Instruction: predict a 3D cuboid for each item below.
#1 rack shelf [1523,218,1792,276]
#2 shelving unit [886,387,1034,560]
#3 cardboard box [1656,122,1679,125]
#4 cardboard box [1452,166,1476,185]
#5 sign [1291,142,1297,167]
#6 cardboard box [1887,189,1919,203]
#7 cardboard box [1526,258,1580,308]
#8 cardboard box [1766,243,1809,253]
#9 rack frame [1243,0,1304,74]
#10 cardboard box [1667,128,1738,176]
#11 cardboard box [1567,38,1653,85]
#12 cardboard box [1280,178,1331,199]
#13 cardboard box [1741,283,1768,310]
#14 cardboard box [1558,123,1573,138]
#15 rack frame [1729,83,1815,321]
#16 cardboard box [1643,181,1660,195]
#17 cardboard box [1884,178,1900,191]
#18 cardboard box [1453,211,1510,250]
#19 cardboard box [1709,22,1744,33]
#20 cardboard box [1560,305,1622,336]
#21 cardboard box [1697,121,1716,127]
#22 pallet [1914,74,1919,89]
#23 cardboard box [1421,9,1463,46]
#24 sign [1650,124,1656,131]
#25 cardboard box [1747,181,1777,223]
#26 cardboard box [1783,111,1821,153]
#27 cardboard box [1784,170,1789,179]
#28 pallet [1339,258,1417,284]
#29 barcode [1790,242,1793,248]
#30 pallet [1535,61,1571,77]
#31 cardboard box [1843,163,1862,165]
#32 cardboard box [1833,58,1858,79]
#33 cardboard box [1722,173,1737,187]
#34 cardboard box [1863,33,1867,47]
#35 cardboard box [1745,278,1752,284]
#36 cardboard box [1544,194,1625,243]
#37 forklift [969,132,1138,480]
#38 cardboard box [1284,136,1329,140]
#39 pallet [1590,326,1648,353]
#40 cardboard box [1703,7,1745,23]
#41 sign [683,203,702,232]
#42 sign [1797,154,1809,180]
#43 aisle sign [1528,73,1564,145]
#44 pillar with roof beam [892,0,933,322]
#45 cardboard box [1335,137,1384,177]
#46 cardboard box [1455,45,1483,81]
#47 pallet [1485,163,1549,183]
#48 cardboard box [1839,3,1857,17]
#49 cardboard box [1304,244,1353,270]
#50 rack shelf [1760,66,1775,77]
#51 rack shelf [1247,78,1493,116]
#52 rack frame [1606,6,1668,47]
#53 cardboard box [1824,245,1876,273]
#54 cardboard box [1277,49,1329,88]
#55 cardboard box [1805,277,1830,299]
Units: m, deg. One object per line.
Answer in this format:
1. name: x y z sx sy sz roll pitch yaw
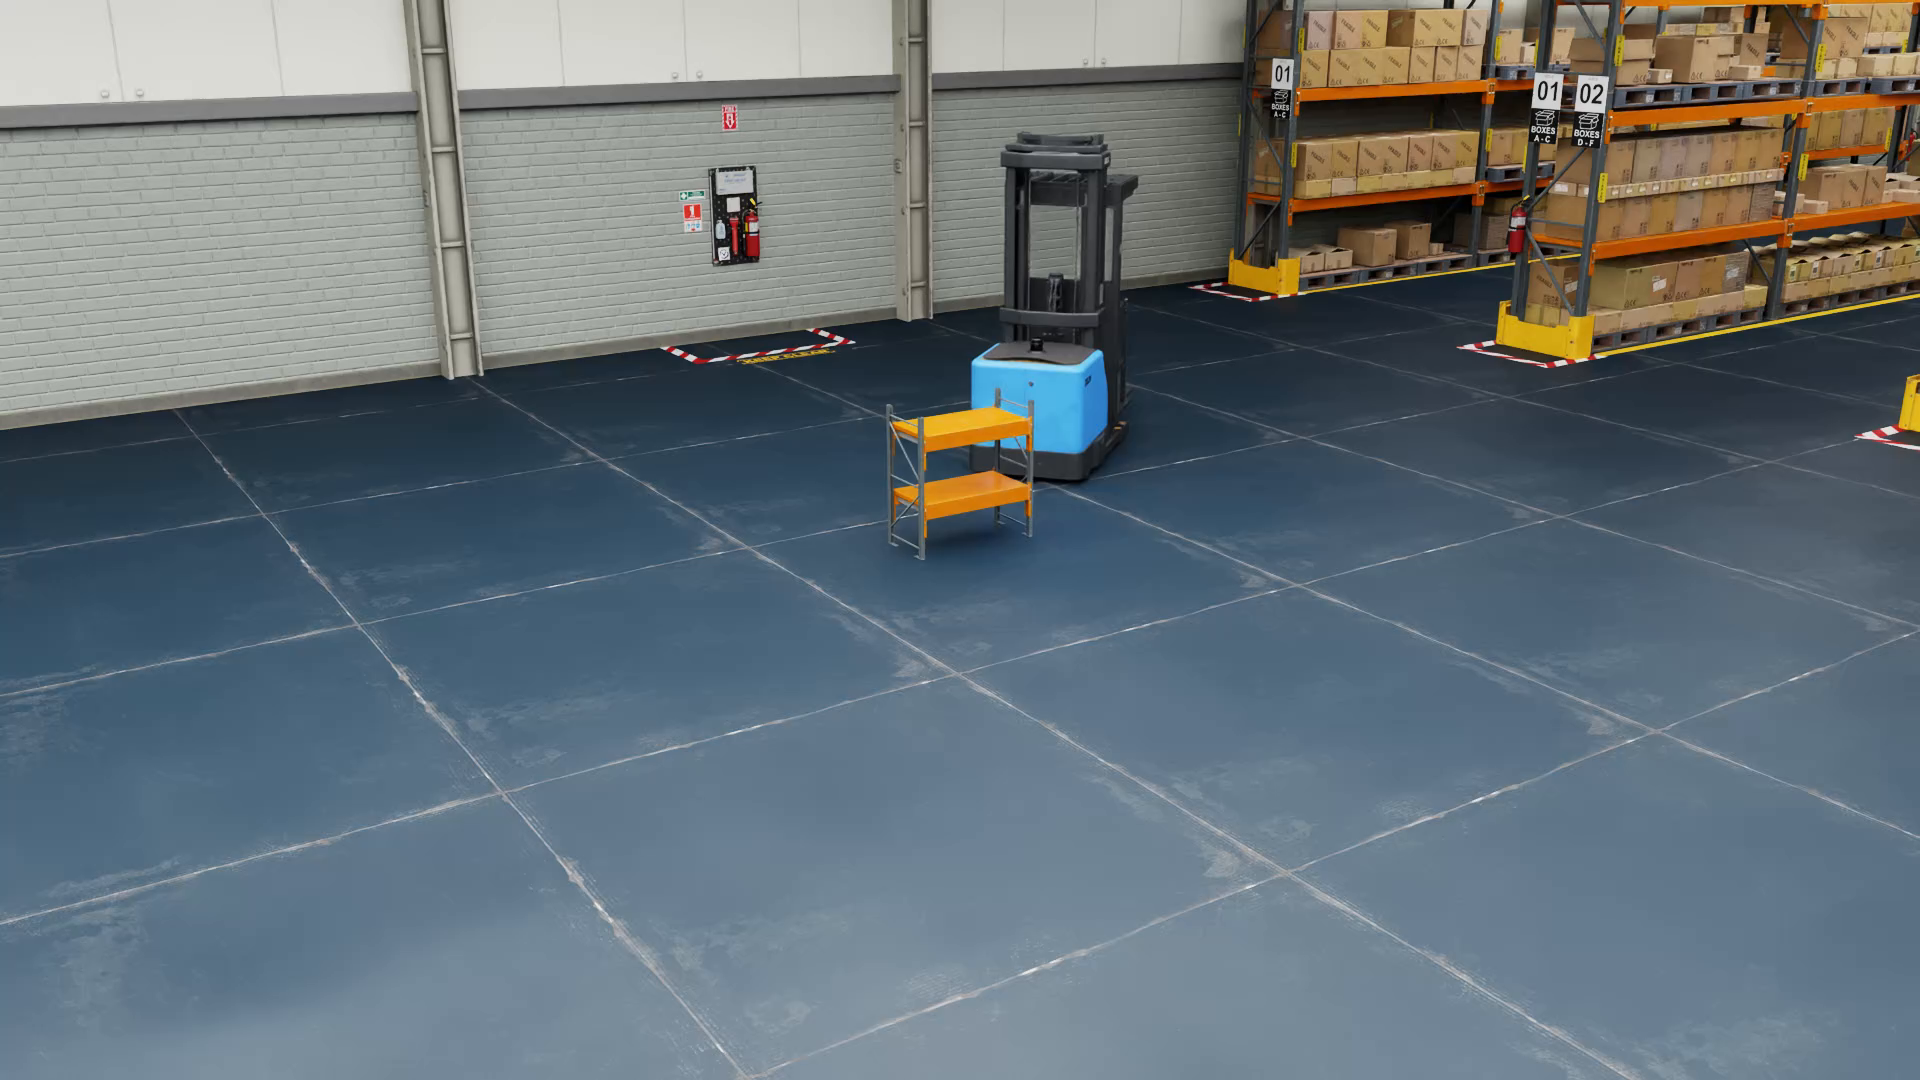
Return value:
1. rack shelf: 8.700 -3.730 20.718 4.000 0.370 1.077 -12 22 -31
2. shelving unit: 0.006 -0.534 13.068 1.048 1.125 0.538 -12 22 -31
3. cardboard box: 11.528 -7.021 27.507 0.500 0.250 0.500 -11 22 -30
4. cardboard box: 7.414 -5.522 25.097 0.500 0.250 0.500 -12 22 -31
5. sign: 4.600 -5.308 22.911 0.005 0.325 0.100 -12 22 -31
6. cardboard box: 13.112 -4.777 23.082 0.250 0.149 0.380 -12 22 -31
7. cardboard box: 7.314 -3.144 20.329 0.500 0.500 0.500 -12 22 -31
8. cardboard box: 11.400 -3.914 22.900 0.500 0.311 0.500 -12 22 -32
9. rack frame: 4.302 -7.885 22.518 0.127 3.000 1.000 -12 22 -31
10. cardboard box: 9.163 -4.828 20.660 0.500 0.500 0.700 -12 22 -31
11. cardboard box: 7.512 -5.554 19.271 0.637 0.503 0.797 -10 21 -28
12. cardboard box: 4.884 -4.983 23.502 0.500 0.250 0.500 -13 22 -33
13. cardboard box: 10.103 -3.180 21.604 0.500 0.250 0.500 -12 22 -31
14. cardboard box: 9.568 -6.397 26.640 0.500 0.500 0.700 -12 22 -31
15. rack frame: 10.370 -4.423 21.645 0.127 3.000 1.000 -12 22 -31
16. cardboard box: 8.116 -4.220 19.873 0.250 0.149 0.380 -12 22 -32
17. cardboard box: 12.857 -4.980 23.431 0.500 0.311 0.500 -12 22 -32
18. cardboard box: 8.248 -4.906 26.289 0.500 0.500 0.700 -11 22 -30
19. cardboard box: 13.099 -8.593 28.451 0.500 0.500 0.700 -12 22 -32
20. cardboard box: 7.600 -2.650 20.038 0.500 0.250 0.500 -12 22 -31
21. cardboard box: 12.387 -6.844 28.153 0.500 0.500 0.500 -12 22 -32
22. pallet: 13.193 -6.316 22.855 1.003 0.211 1.213 -11 21 -29
23. cardboard box: 6.919 -7.438 24.132 0.500 0.500 0.500 -11 21 -28
24. sign: 11.290 -6.820 27.049 0.005 0.325 0.100 -12 22 -31
25. cardboard box: 10.003 -4.391 21.393 0.500 0.500 0.700 -13 22 -33
26. cardboard box: 14.786 -7.390 29.952 0.700 0.700 0.980 -12 22 -31
27. cardboard box: 15.433 -6.751 30.764 0.250 0.149 0.380 -13 22 -33
28. pallet: 6.081 -4.083 24.992 1.213 0.211 1.003 -12 22 -31
29. barcode: 10.812 -3.836 21.625 0.075 0.075 0.001 -12 22 -31
30. pallet: 9.081 -7.343 25.892 1.003 0.211 1.213 -12 22 -31
31. cardboard box: 17.129 -7.109 31.823 0.250 0.149 0.380 -12 22 -31
32. cardboard box: 11.347 -6.176 21.723 0.500 0.250 0.500 -15 24 -37
33. cardboard box: 9.410 -4.494 20.685 0.250 0.149 0.380 -12 22 -32
34. cardboard box: 15.904 -8.983 29.870 0.500 0.250 0.500 -13 22 -33
35. cardboard box: 10.557 -3.470 22.464 0.500 0.250 0.500 -12 22 -32
36. cardboard box: 7.426 -3.845 19.778 0.500 0.500 0.700 -12 22 -31
37. forklift: 1.017 -2.348 15.613 1.130 2.935 3.031 6 20 17
38. cardboard box: 5.004 -5.563 24.047 0.500 0.500 0.500 -12 22 -31
39. pallet: 7.645 -2.544 20.439 1.213 0.211 1.003 -12 22 -31
40. cardboard box: 13.064 -8.968 28.389 0.500 0.250 0.500 -13 22 -33
41. sign: -3.204 -3.863 19.932 0.234 0.329 0.001 -12 22 -31
42. sign: 10.677 -4.723 21.055 0.005 0.325 0.100 -12 22 -31
43. aisle sign: 6.813 -5.017 19.343 0.004 0.787 0.394 -12 22 -31
44. pillar with roof beam: 1.767 -6.031 17.035 0.400 9.000 9.100 -12 22 -31
45. cardboard box: 5.719 -5.514 23.904 0.500 0.500 0.500 -13 22 -33
46. cardboard box: 7.355 -7.070 24.603 0.500 0.500 0.500 -11 22 -30
47. pallet: 8.361 -5.753 25.876 1.213 0.211 1.003 -12 22 -31
48. cardboard box: 15.499 -9.251 29.493 0.500 0.500 0.500 -12 22 -33
49. cardboard box: 5.405 -4.176 24.425 0.500 0.311 0.500 -10 21 -27
50. rack shelf: 12.654 -7.885 28.323 4.000 0.370 1.077 -12 22 -31
51. rack shelf: 5.972 -6.476 24.155 4.000 0.370 1.077 -12 22 -31
52. rack frame: 10.983 -9.294 26.686 0.127 3.000 1.000 -12 22 -31
53. cardboard box: 12.136 -3.863 22.749 0.500 0.311 0.500 -11 22 -30
54. cardboard box: 4.719 -6.513 22.955 0.500 0.500 0.500 -11 22 -30
55. cardboard box: 11.271 -3.414 22.298 0.500 0.250 0.500 -11 22 -30
